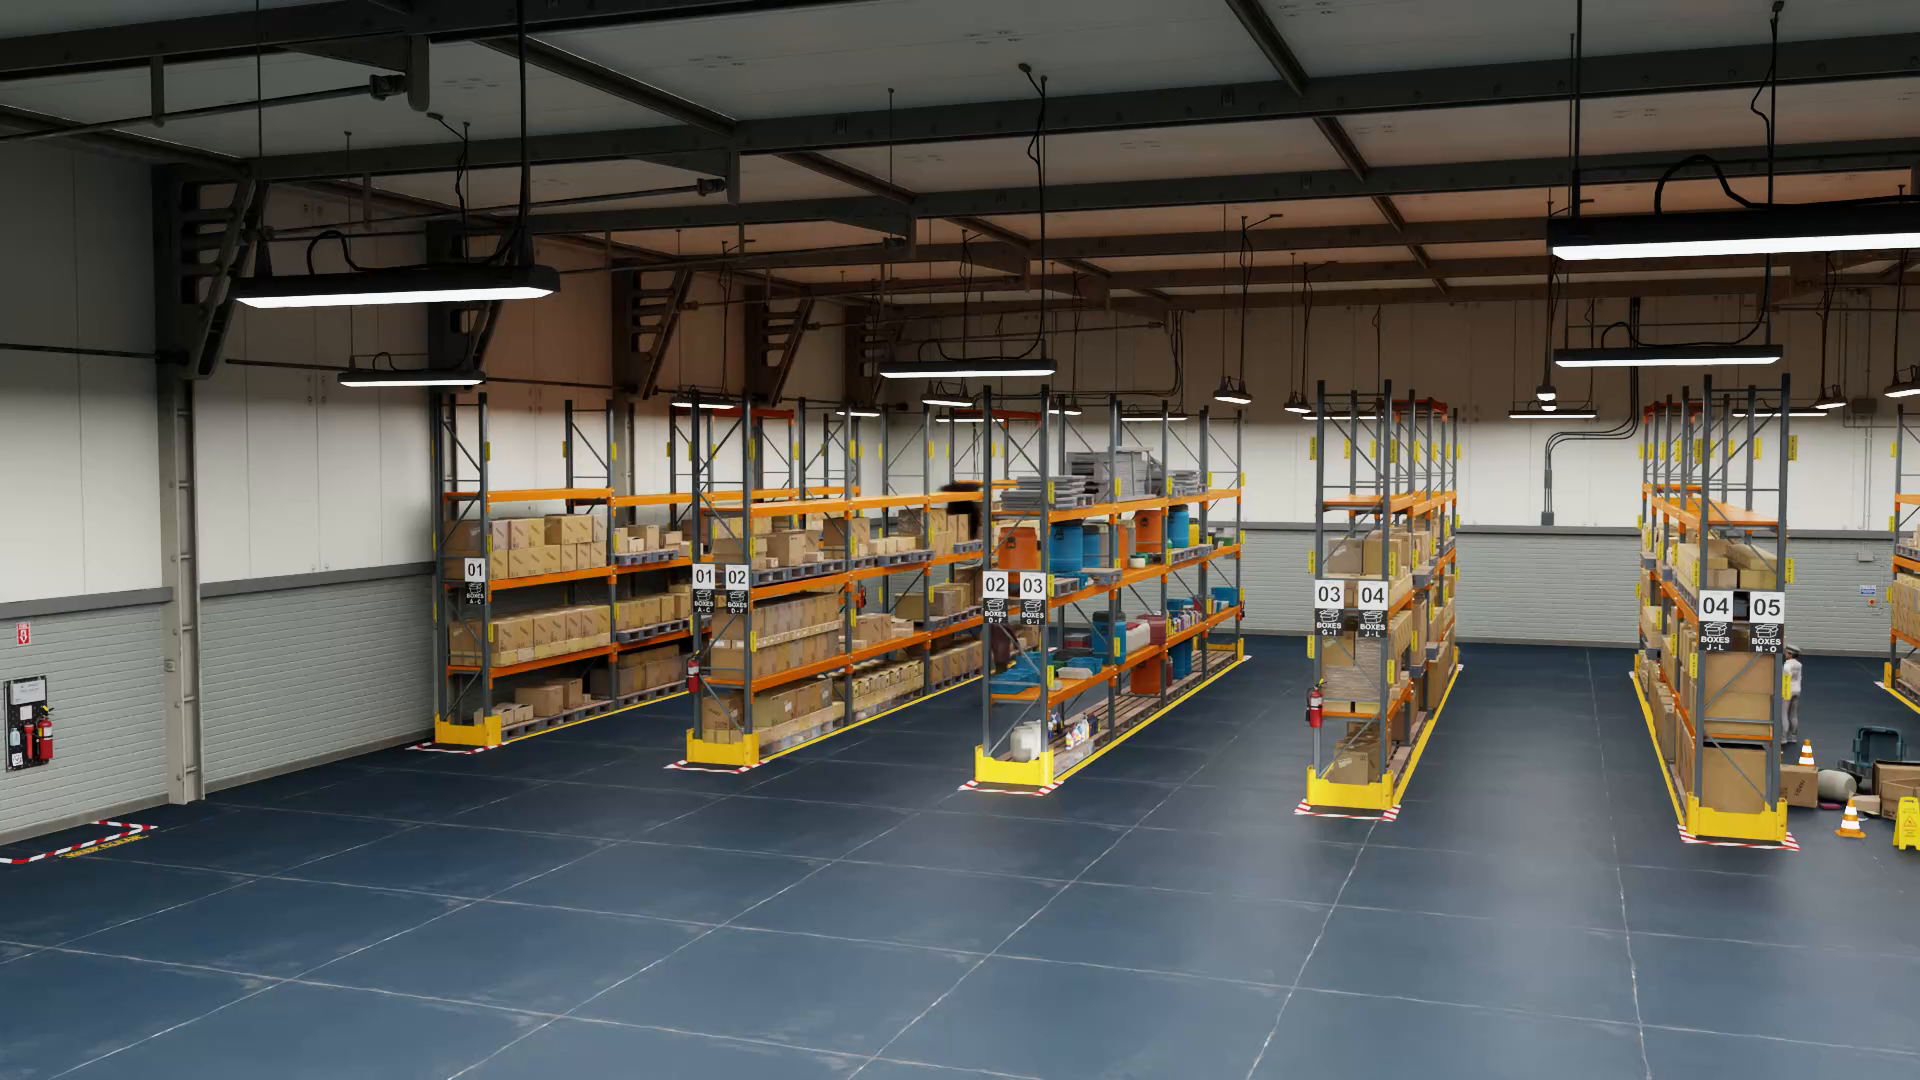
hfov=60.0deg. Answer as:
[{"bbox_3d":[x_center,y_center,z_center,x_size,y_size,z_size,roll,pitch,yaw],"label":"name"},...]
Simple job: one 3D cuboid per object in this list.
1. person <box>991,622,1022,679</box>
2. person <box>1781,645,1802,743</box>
[{"bbox_3d":[0.875,2.262,33.298,0.708,1.841,0.570,-2,4,-31],"label":"person"},{"bbox_3d":[14.249,2.646,28.595,0.531,1.703,0.372,-1,3,-21],"label":"person"}]
